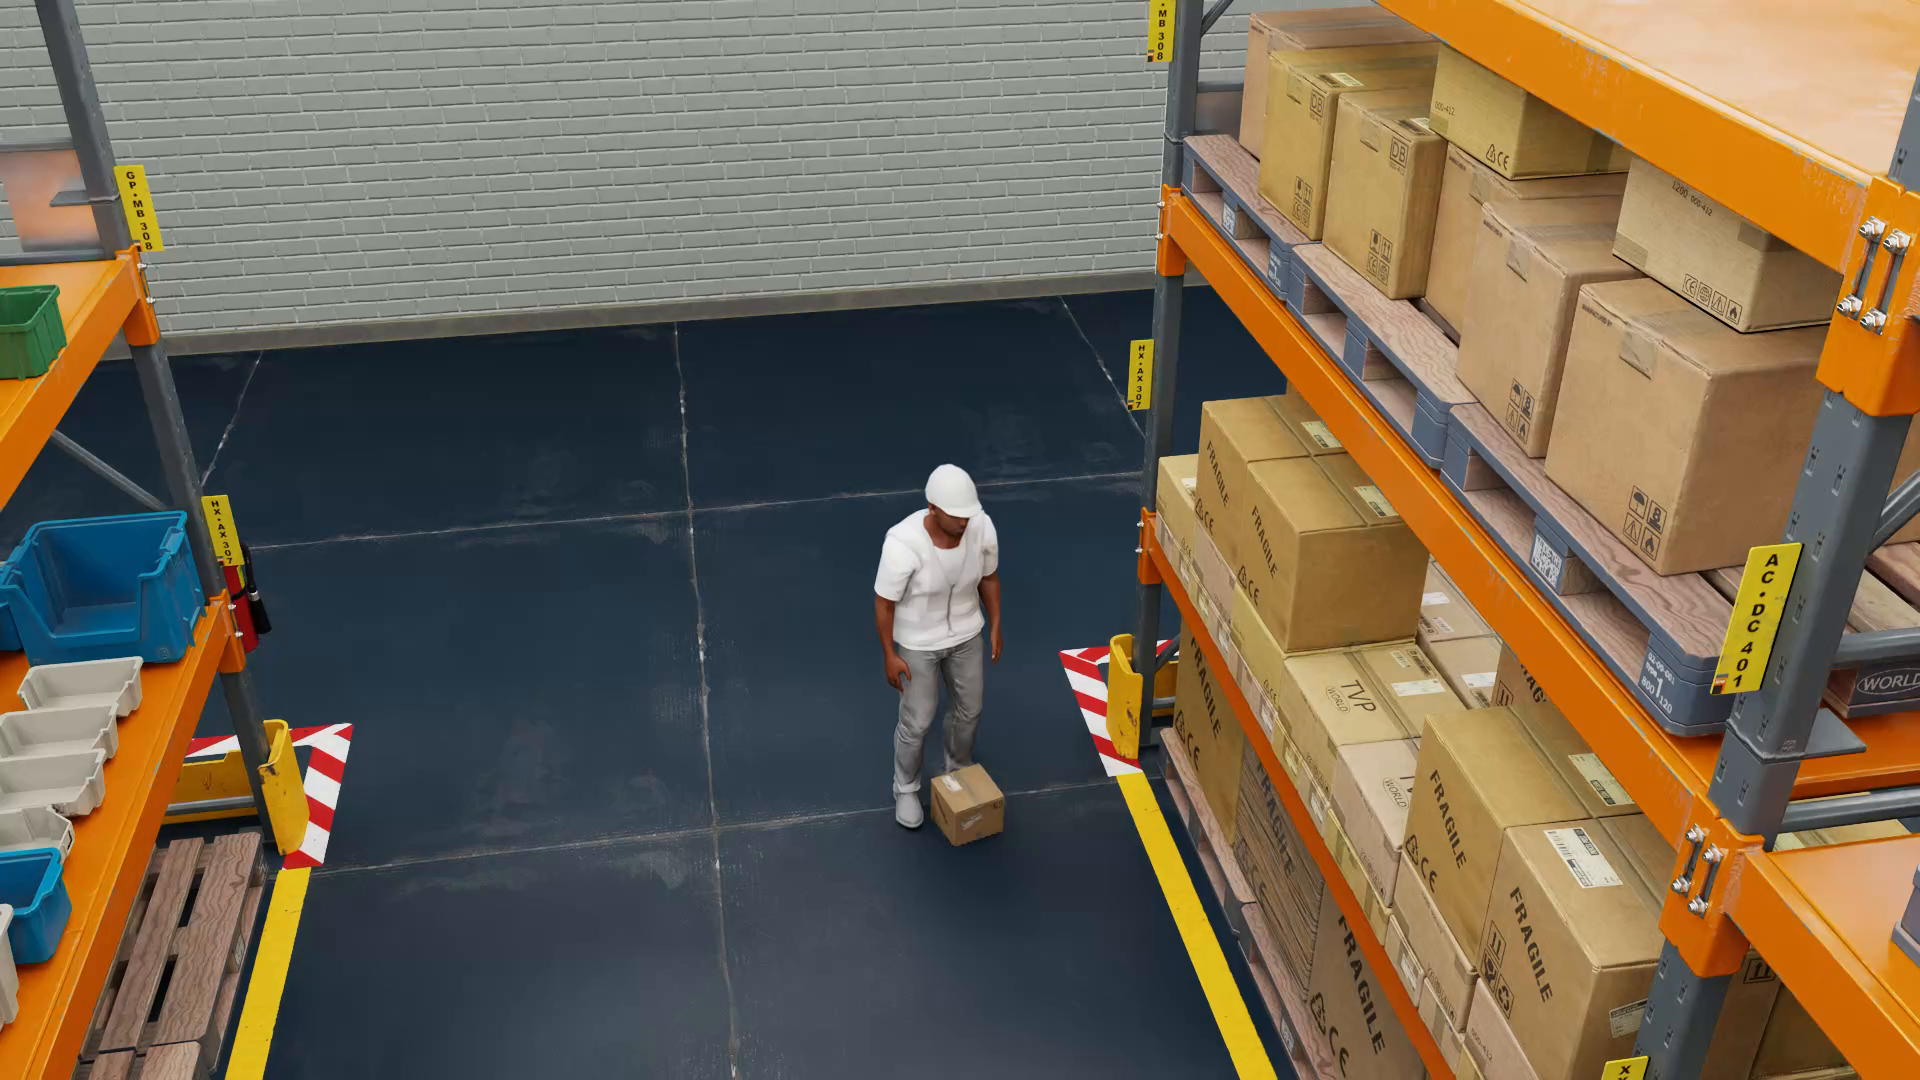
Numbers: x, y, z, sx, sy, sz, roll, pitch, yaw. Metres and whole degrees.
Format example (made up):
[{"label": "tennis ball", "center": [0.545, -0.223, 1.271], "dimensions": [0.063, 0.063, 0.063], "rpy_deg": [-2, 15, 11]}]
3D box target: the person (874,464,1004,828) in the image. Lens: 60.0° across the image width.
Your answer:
[{"label": "person", "center": [-0.079, 0.440, 7.372], "dimensions": [0.609, 1.761, 0.452], "rpy_deg": [-15, 34, -23]}]
